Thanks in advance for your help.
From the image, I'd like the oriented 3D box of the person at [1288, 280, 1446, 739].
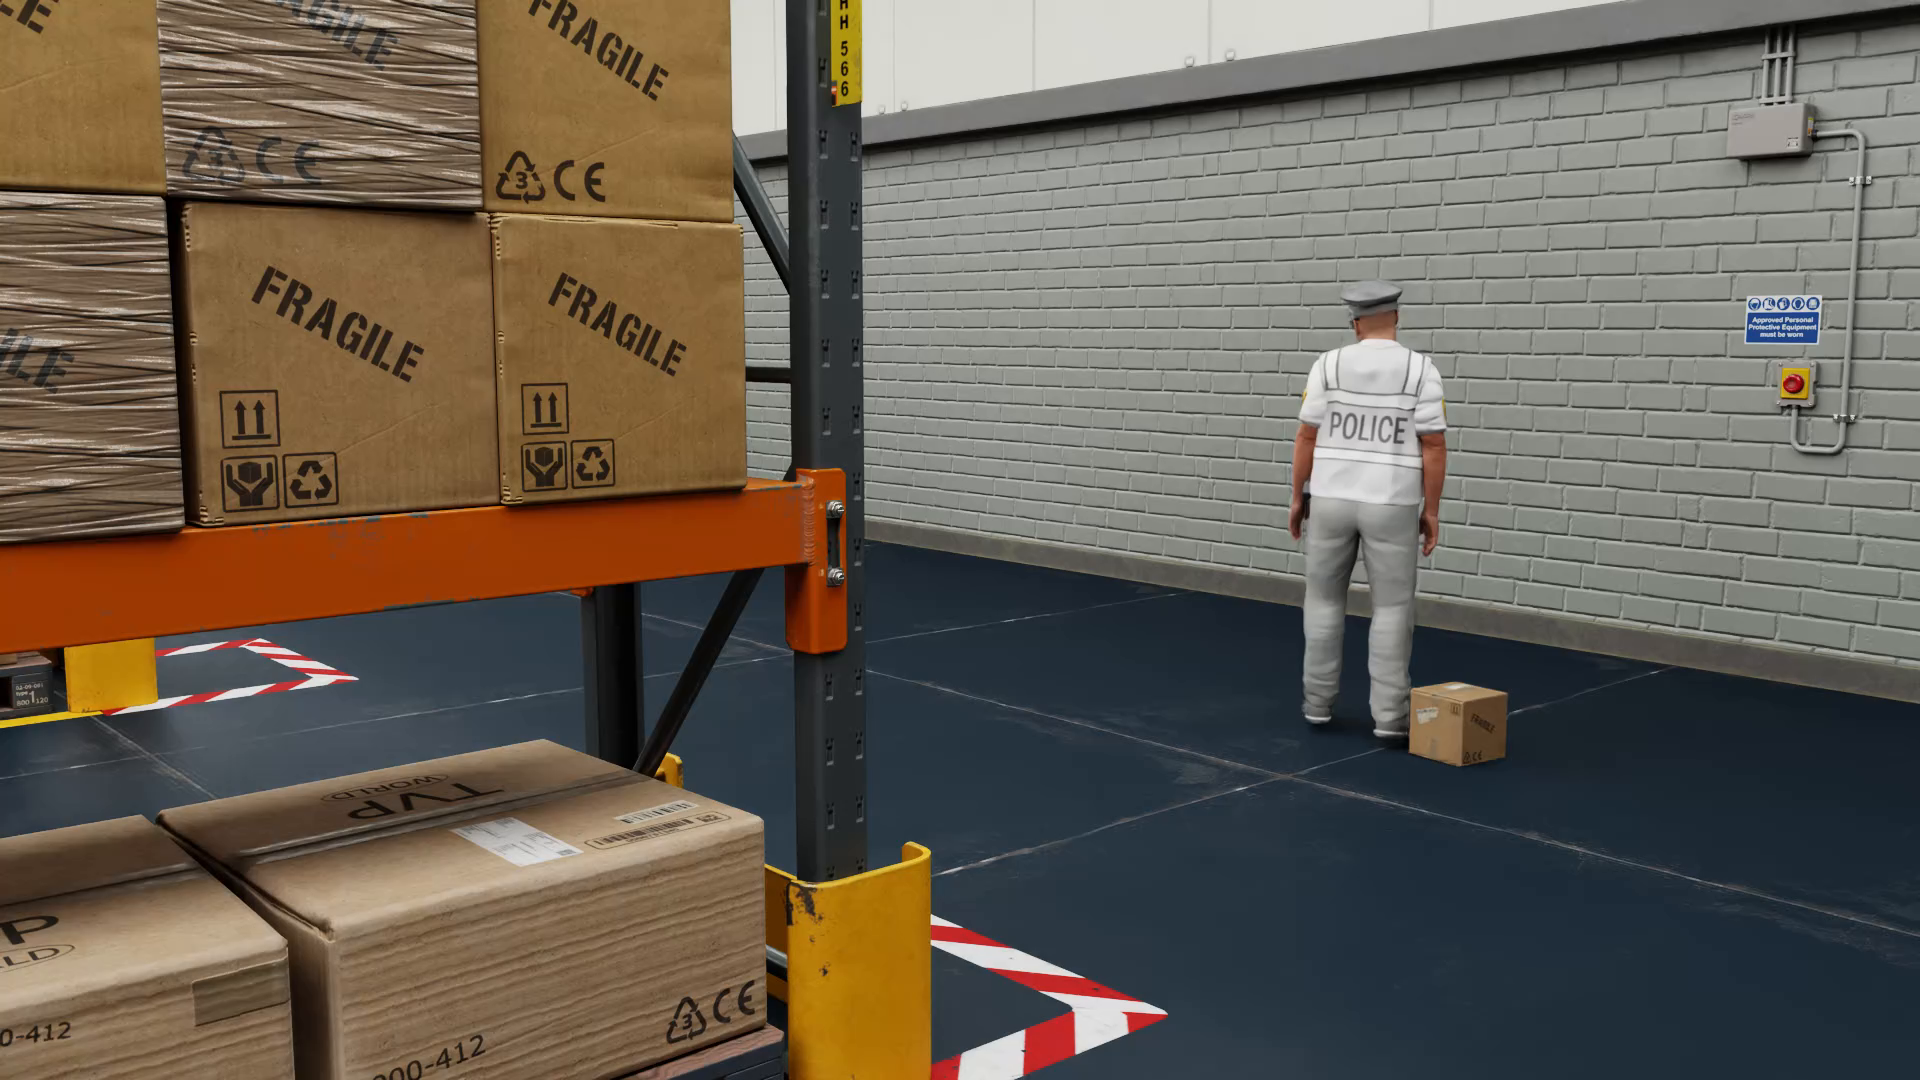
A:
[{"bbox_3d":[1.598,-0.126,6.510,0.622,1.763,0.460,3,8,22],"label":"person"}]
